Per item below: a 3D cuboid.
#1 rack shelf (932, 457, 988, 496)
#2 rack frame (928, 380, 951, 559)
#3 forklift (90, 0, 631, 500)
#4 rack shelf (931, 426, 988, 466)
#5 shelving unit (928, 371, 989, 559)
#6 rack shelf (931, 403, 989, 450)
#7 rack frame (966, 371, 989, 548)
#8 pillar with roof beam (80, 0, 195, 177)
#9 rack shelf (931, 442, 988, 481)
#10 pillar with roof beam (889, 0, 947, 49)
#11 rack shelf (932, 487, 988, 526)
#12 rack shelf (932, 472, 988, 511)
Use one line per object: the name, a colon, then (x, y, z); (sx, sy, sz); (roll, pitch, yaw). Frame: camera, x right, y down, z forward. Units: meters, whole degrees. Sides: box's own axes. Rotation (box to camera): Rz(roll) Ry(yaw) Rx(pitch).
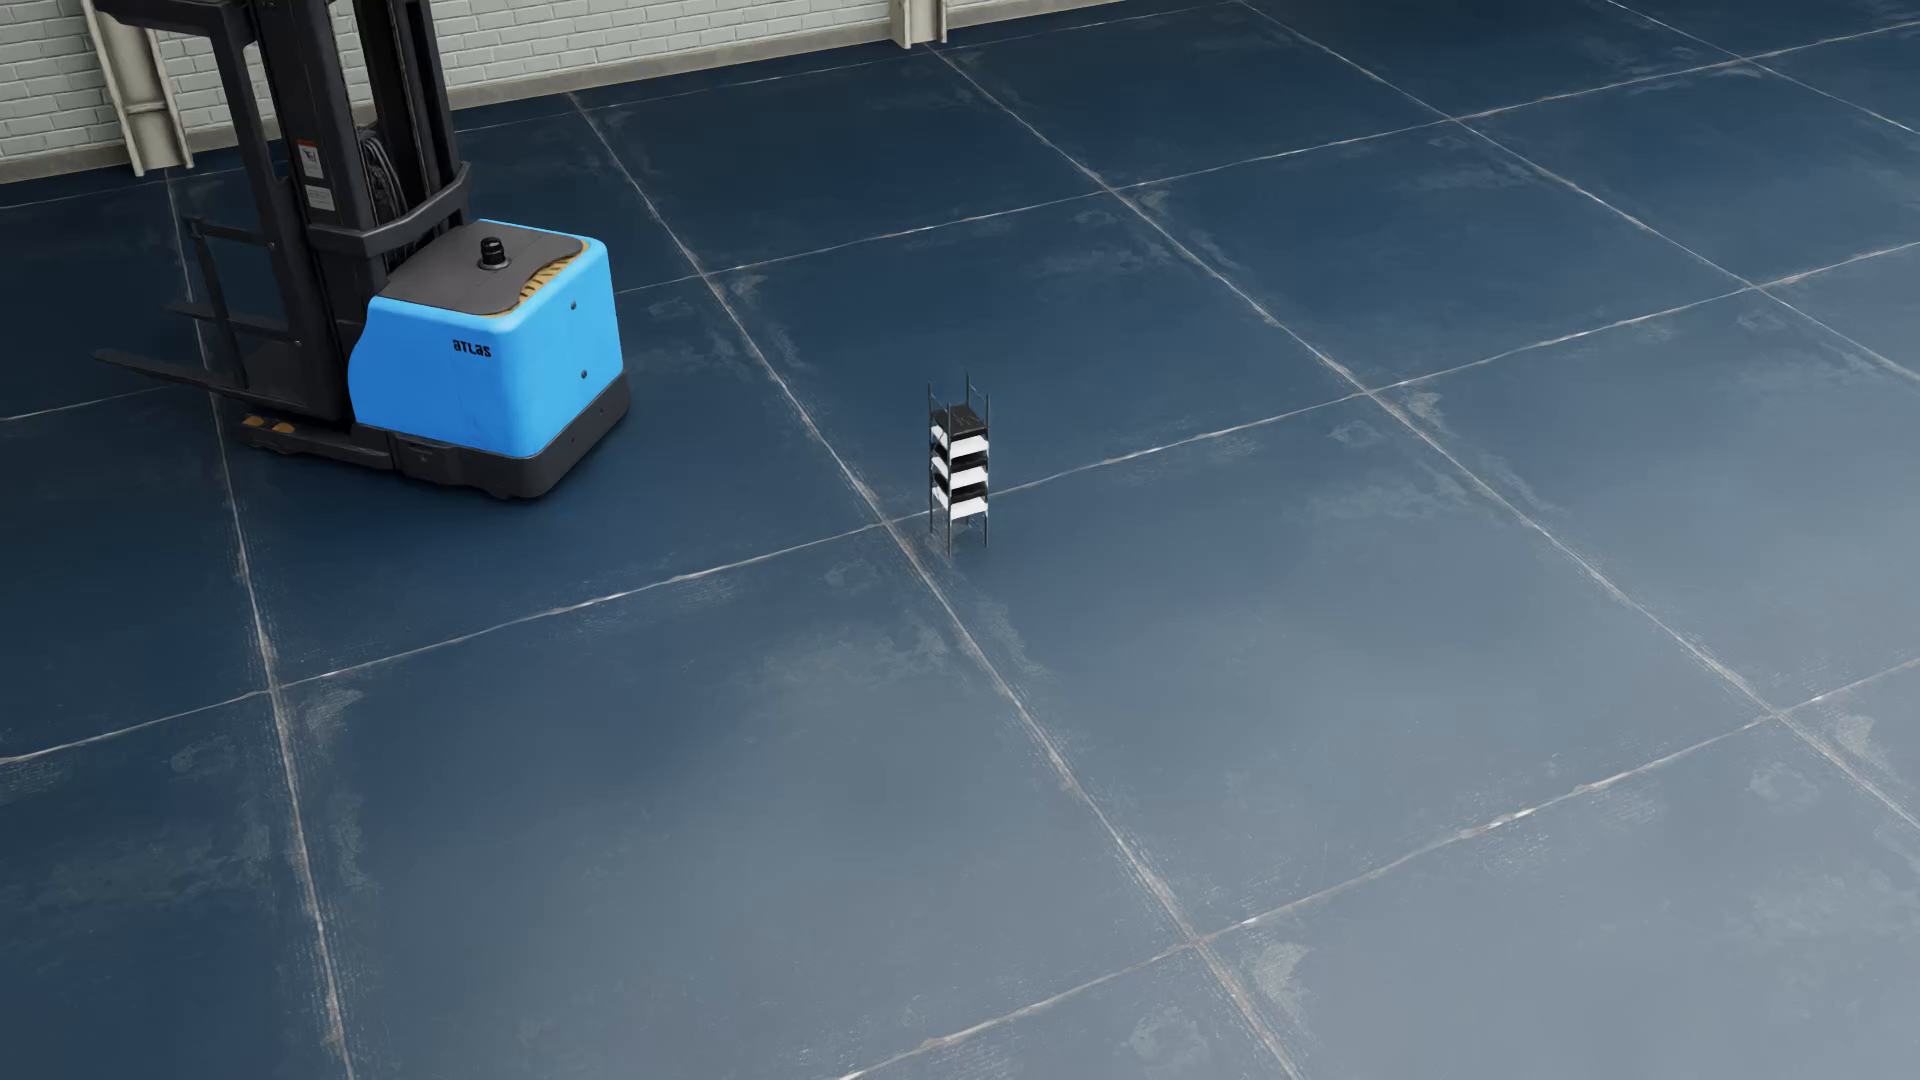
rack shelf: (-0.007, -0.333, 8.142); (0.200, 0.077, 0.258); (-16, 39, -20)
rack frame: (-0.099, -0.334, 8.088); (0.006, 0.900, 0.240); (-16, 39, -20)
forklift: (-3.407, -1.924, 8.526); (3.031, 2.935, 1.130); (12, 38, 16)
rack shelf: (-0.007, -0.477, 8.035); (0.200, 0.077, 0.258); (-16, 39, -20)
shelving unit: (-0.007, -0.359, 8.122); (0.210, 0.900, 0.258); (-16, 39, -20)
rack shelf: (-0.007, -0.549, 7.981); (0.200, 0.077, 0.258); (-16, 39, -20)
rack frame: (0.085, -0.385, 8.157); (0.006, 0.900, 0.240); (-16, 39, -20)
pillar with roof beam: (-3.953, -4.024, 6.265); (0.400, 9.000, 9.100); (-16, 39, -20)
rack shelf: (-0.007, -0.405, 8.088); (0.200, 0.077, 0.258); (-16, 39, -20)
pillar with roof beam: (1.478, -5.543, 8.313); (0.400, 9.000, 9.100); (-16, 39, -20)
rack shelf: (-0.007, -0.188, 8.249); (0.200, 0.077, 0.258); (-16, 39, -20)
rack shelf: (-0.007, -0.260, 8.196); (0.200, 0.077, 0.258); (-16, 39, -20)
